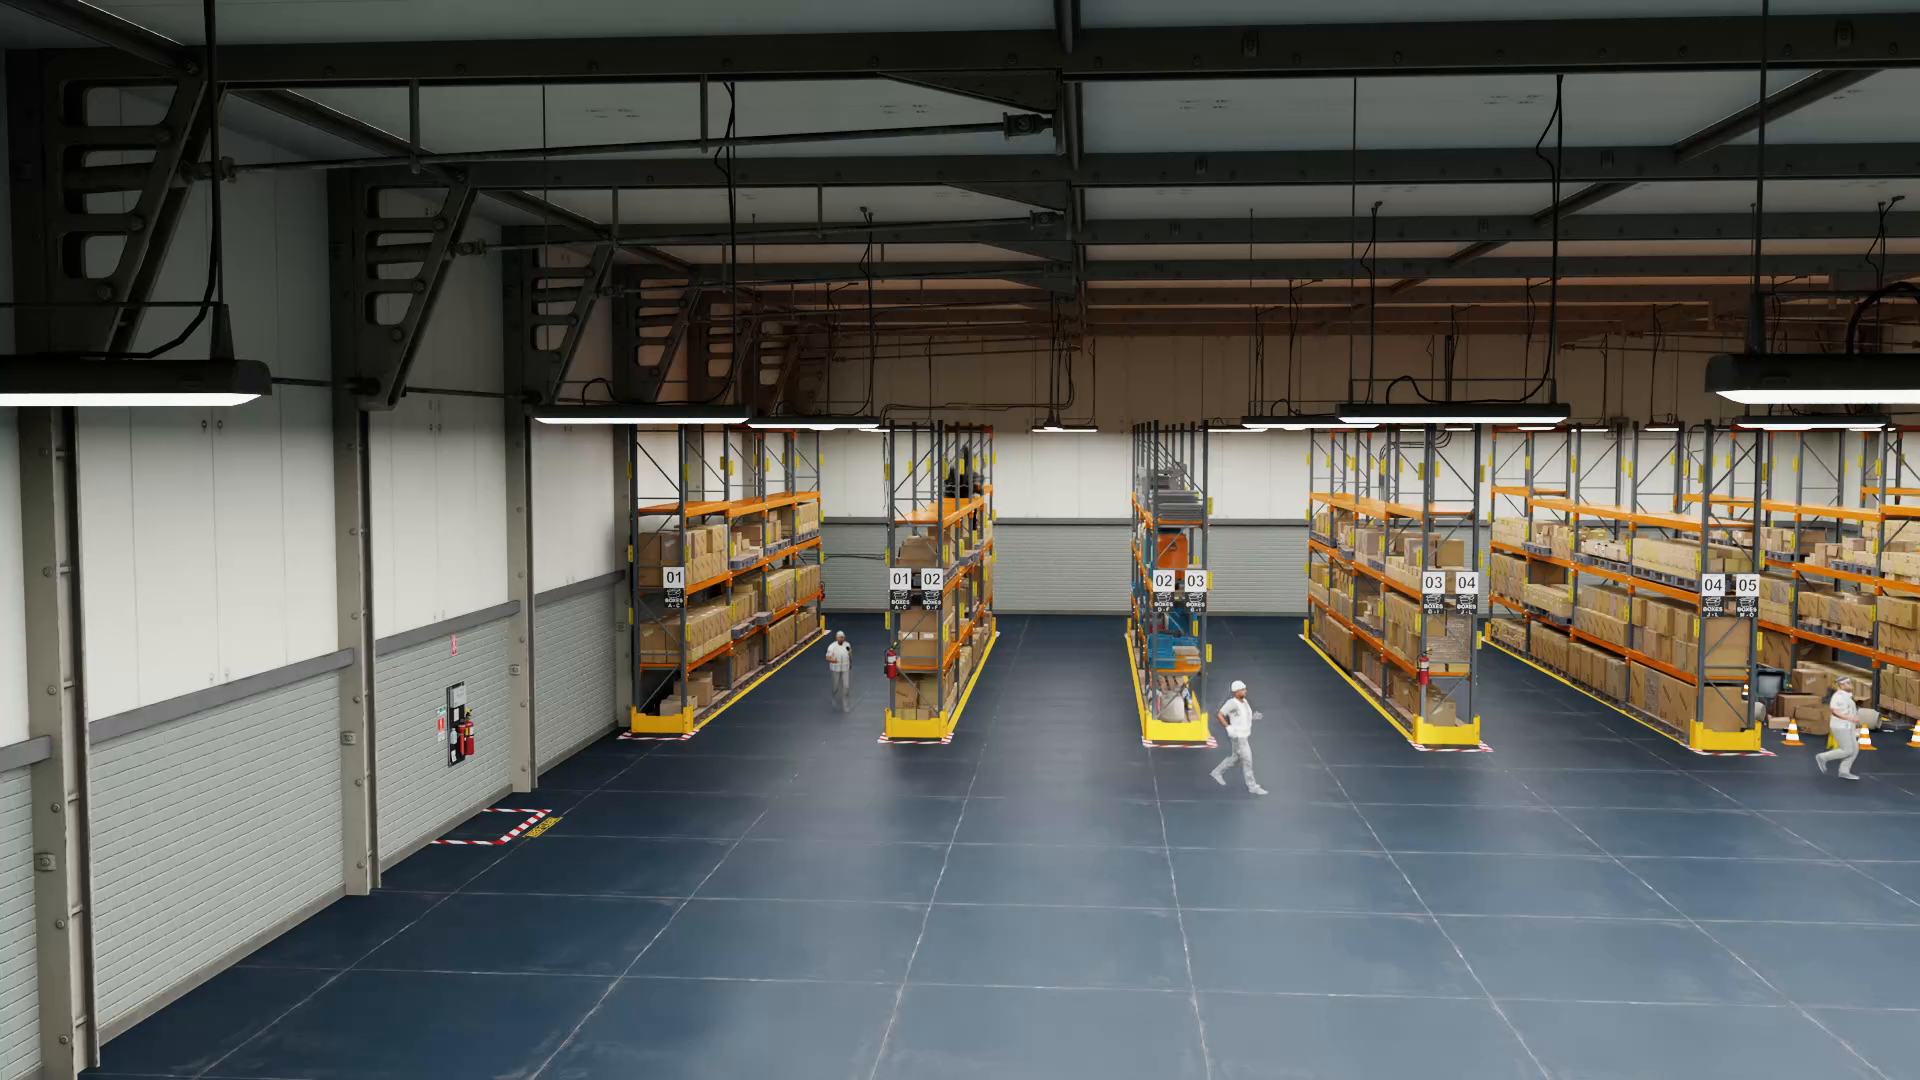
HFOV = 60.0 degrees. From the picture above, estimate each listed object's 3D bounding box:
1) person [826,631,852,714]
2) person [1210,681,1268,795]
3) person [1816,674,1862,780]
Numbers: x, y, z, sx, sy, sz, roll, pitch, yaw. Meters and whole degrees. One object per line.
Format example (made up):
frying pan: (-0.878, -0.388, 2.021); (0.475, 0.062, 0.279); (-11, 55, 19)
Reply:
person: (-2.498, 2.706, 34.464); (0.577, 1.671, 0.925); (-1, 4, -15)
person: (4.452, 3.124, 26.504); (1.001, 1.767, 0.687); (2, 4, 27)
person: (14.666, 3.101, 27.697); (0.678, 1.732, 0.664); (3, 5, 39)
